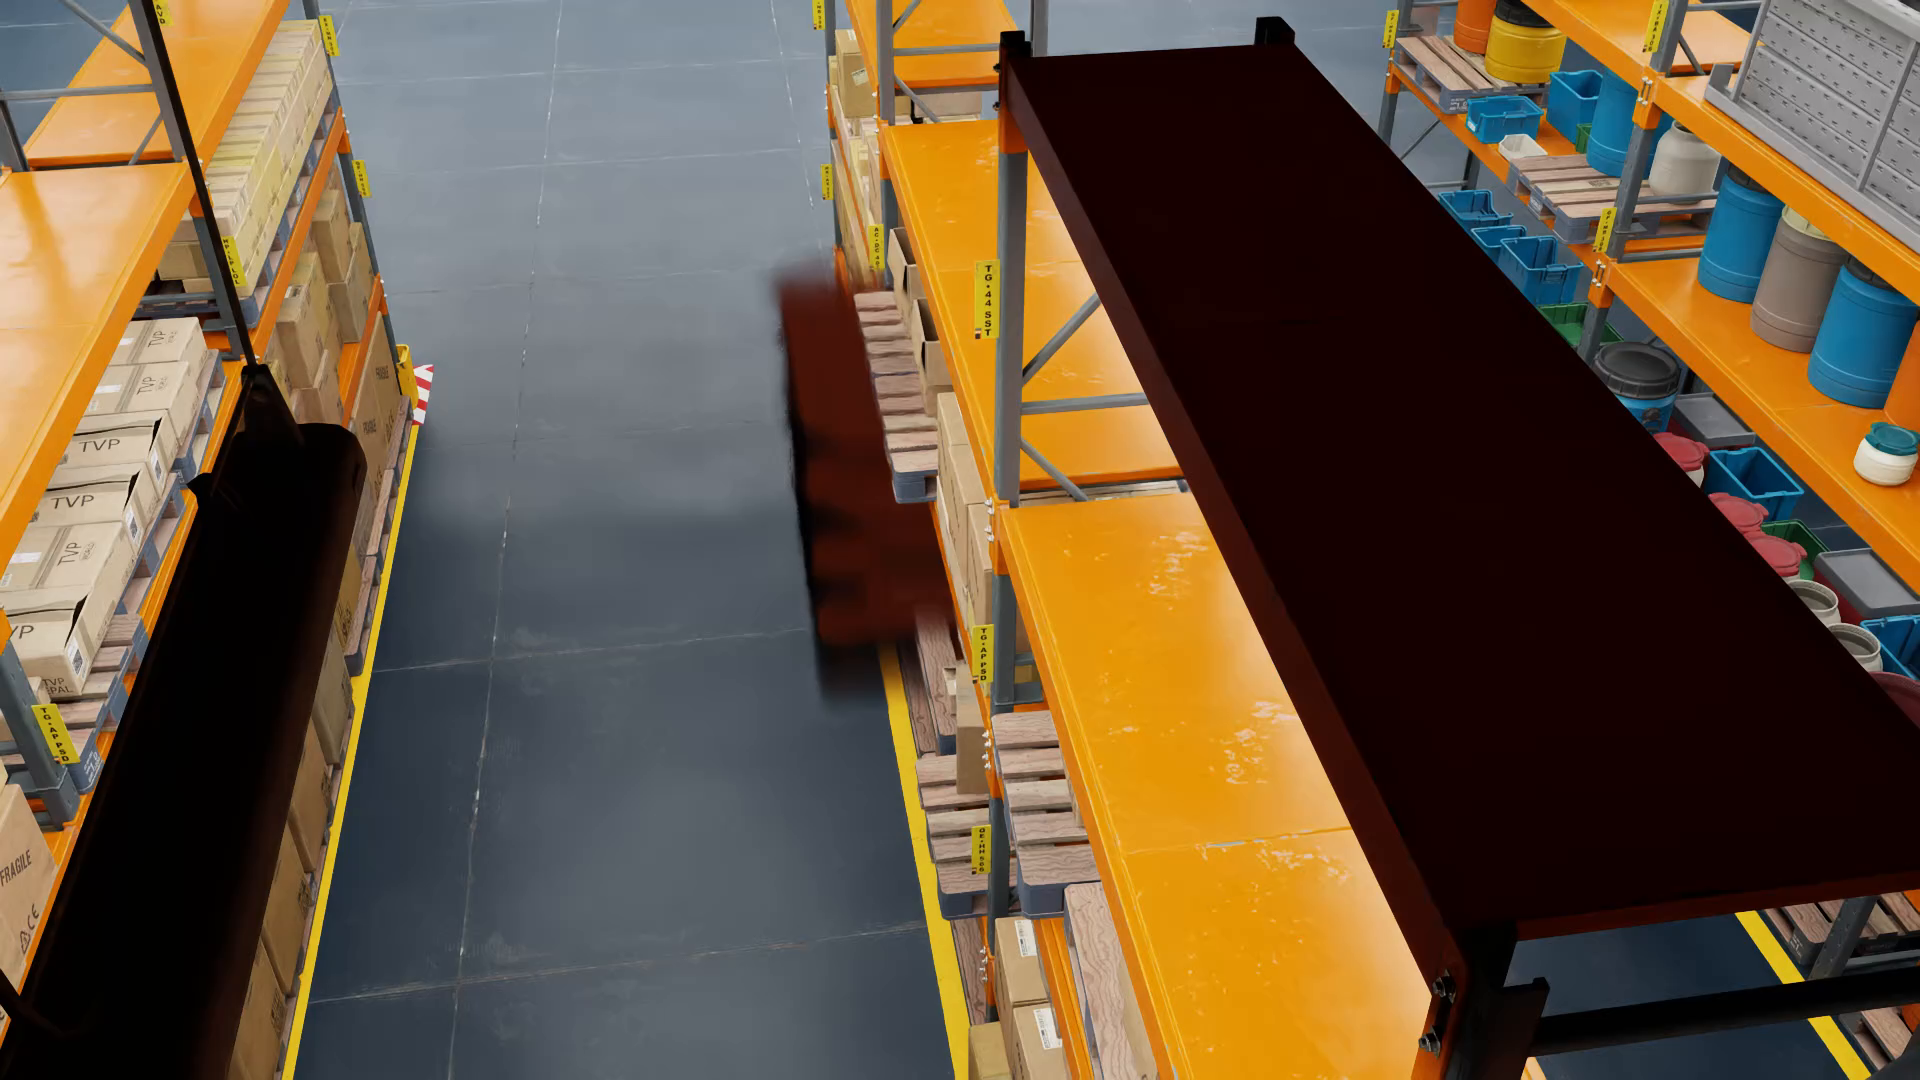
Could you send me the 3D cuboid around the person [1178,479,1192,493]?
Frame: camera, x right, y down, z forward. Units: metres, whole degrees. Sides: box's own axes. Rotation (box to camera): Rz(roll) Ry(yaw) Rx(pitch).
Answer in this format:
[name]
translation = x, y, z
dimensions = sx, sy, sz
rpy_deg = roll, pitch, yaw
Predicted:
[person]
translation = 1.791, -0.812, 12.577
dimensions = 0.572, 1.806, 0.717
rpy_deg = -10, 37, -13
